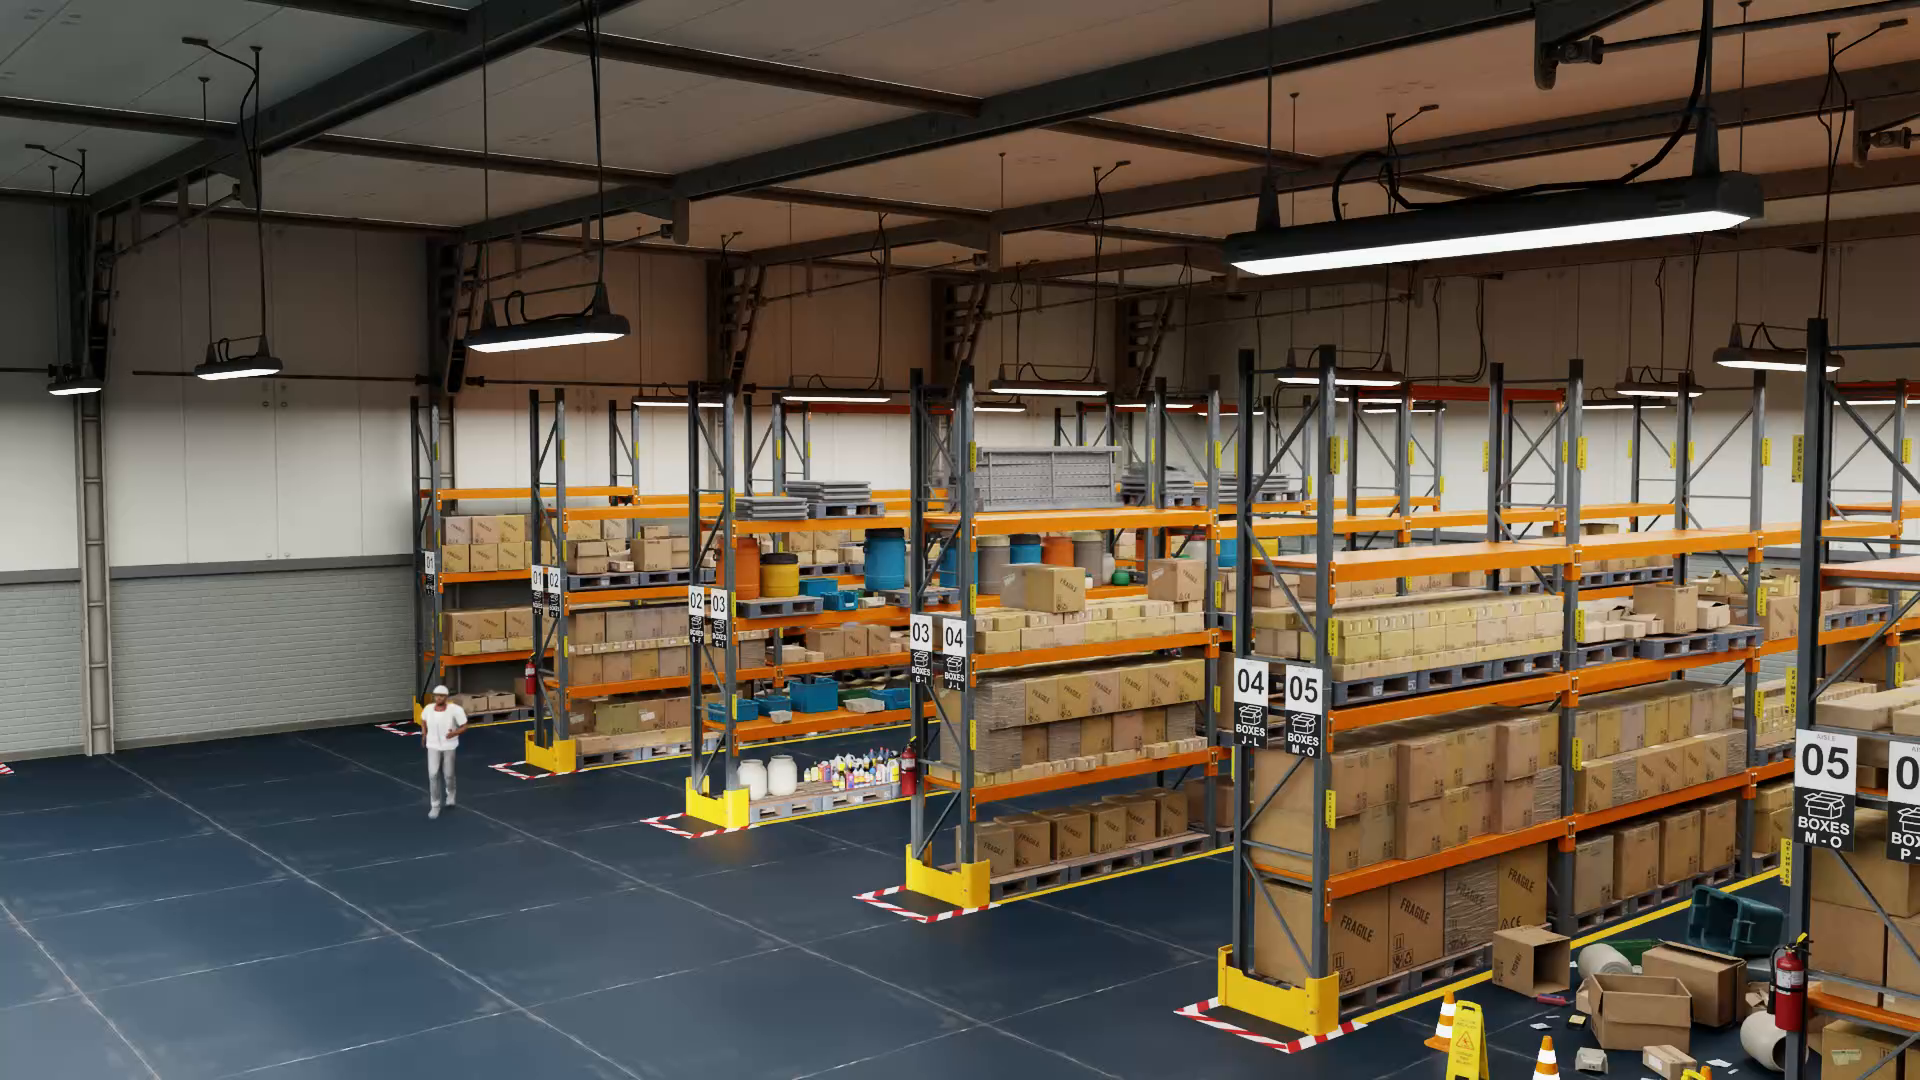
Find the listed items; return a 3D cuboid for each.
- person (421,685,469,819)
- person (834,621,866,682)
[{"bbox_3d":[-7.196,2.913,23.189,0.686,1.808,0.854,0,3,-7],"label":"person"},{"bbox_3d":[-2.228,2.161,32.327,0.832,1.686,0.614,-2,4,-36],"label":"person"}]
